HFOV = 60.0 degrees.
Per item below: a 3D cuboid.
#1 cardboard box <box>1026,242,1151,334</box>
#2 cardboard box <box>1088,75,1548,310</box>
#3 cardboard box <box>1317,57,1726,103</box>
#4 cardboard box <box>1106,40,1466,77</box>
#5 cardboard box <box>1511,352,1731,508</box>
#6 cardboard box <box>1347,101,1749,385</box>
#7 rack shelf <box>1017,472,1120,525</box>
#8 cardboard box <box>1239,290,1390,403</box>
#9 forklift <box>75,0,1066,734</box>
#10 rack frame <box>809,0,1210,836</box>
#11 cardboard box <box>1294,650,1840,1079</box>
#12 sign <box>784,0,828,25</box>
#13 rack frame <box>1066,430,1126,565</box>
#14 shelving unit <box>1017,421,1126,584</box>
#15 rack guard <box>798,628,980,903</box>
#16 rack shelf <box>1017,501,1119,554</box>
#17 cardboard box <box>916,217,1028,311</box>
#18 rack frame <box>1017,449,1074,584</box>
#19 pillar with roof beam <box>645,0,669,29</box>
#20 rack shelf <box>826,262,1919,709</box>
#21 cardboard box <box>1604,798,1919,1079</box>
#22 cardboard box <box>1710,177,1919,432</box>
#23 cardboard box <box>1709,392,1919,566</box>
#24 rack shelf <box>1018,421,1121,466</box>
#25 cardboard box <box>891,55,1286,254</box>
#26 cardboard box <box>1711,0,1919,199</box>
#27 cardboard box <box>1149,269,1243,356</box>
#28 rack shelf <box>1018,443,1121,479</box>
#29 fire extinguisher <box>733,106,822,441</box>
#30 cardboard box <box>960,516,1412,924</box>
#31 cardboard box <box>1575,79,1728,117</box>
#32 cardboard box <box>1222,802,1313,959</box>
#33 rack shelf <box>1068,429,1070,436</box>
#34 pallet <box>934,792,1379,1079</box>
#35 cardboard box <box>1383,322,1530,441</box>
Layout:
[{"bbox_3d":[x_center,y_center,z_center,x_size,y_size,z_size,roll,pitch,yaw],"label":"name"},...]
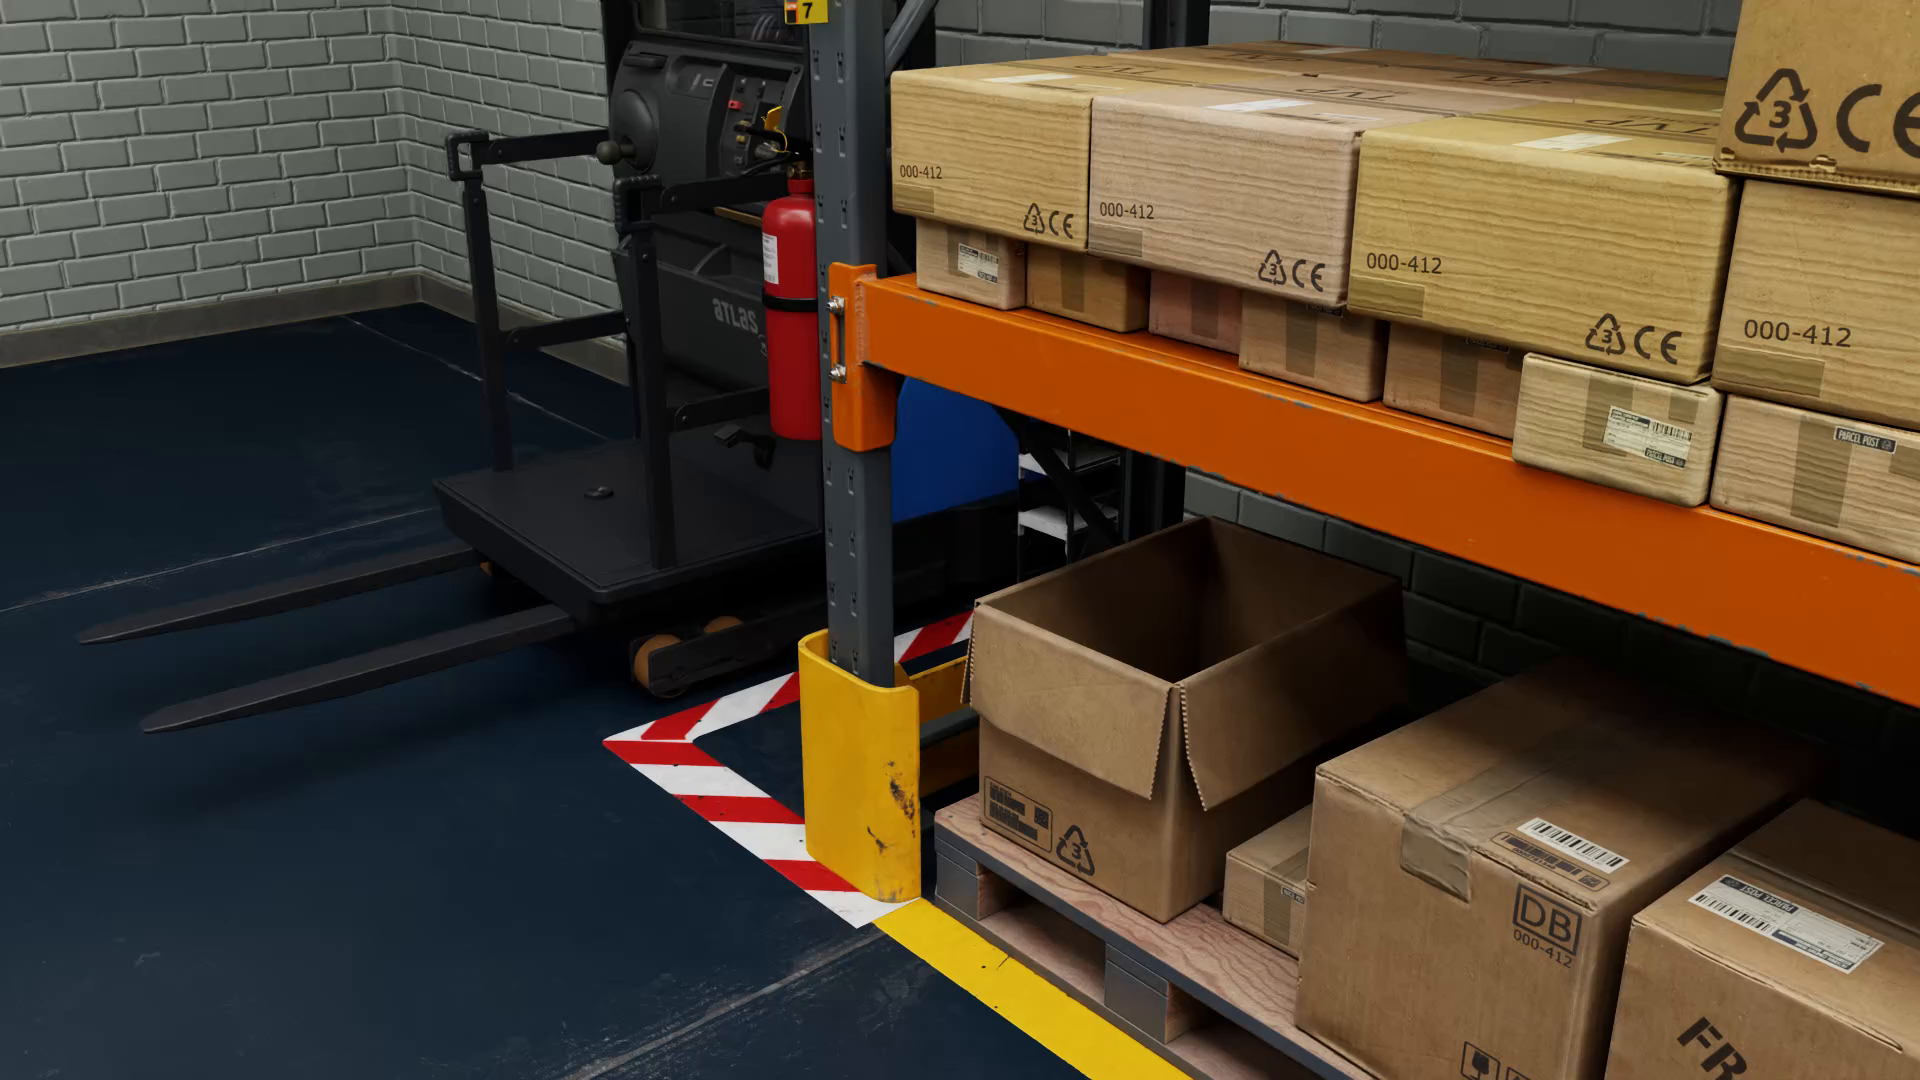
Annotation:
[{"bbox_3d":[0.341,-0.493,2.974,0.380,0.149,0.250,-17,27,-36],"label":"cardboard box"},{"bbox_3d":[0.554,-0.565,2.612,0.500,0.250,0.500,-17,27,-37],"label":"cardboard box"},{"bbox_3d":[0.970,-0.687,2.923,0.500,0.250,0.500,-17,27,-37],"label":"cardboard box"},{"bbox_3d":[0.634,-0.830,3.288,0.500,0.250,0.500,-16,27,-36],"label":"cardboard box"},{"bbox_3d":[0.943,-0.184,2.186,0.380,0.149,0.250,-18,28,-39],"label":"cardboard box"},{"bbox_3d":[0.887,-0.426,2.256,0.500,0.250,0.500,-18,28,-38],"label":"cardboard box"},{"bbox_3d":[0.332,-0.136,4.936,0.258,0.077,0.200,-19,28,-39],"label":"rack shelf"},{"bbox_3d":[0.657,-0.344,2.594,0.380,0.149,0.250,-16,27,-36],"label":"cardboard box"},{"bbox_3d":[-0.870,-1.162,4.431,3.031,2.935,1.130,-16,27,-36],"label":"forklift"},{"bbox_3d":[0.133,-0.825,3.478,1.000,3.000,0.127,-17,27,-37],"label":"rack frame"},{"bbox_3d":[0.989,0.580,2.741,0.700,0.500,0.500,-16,27,-35],"label":"cardboard box"},{"bbox_3d":[-0.278,-1.099,2.990,0.100,0.325,0.005,-17,27,-37],"label":"sign"},{"bbox_3d":[0.401,-0.224,4.821,0.240,0.900,0.006,-19,28,-39],"label":"rack frame"},{"bbox_3d":[0.332,-0.251,4.891,0.258,0.900,0.210,-19,28,-39],"label":"shelving unit"},{"bbox_3d":[0.182,0.360,3.880,1.175,0.500,0.348,-17,27,-37],"label":"rack guard"},{"bbox_3d":[0.332,-0.052,4.968,0.258,0.077,0.200,-19,28,-39],"label":"rack shelf"},{"bbox_3d":[0.139,-0.552,3.125,0.380,0.149,0.250,-18,27,-38],"label":"cardboard box"},{"bbox_3d":[0.263,-0.278,4.960,0.240,0.900,0.006,-19,28,-39],"label":"rack frame"},{"bbox_3d":[-4.206,-3.553,2.217,9.100,9.000,0.400,-17,27,-37],"label":"pillar with roof beam"},{"bbox_3d":[1.438,0.062,2.198,1.077,0.370,4.000,-17,27,-37],"label":"rack shelf"},{"bbox_3d":[1.258,0.750,2.308,0.500,0.500,0.500,-17,27,-36],"label":"cardboard box"},{"bbox_3d":[1.237,-0.290,1.908,0.500,0.250,0.500,-18,28,-39],"label":"cardboard box"},{"bbox_3d":[1.130,-0.116,2.013,0.380,0.149,0.250,-17,27,-36],"label":"cardboard box"},{"bbox_3d":[0.332,-0.304,4.870,0.258,0.077,0.200,-19,28,-39],"label":"rack shelf"},{"bbox_3d":[0.225,-0.704,2.967,0.500,0.250,0.500,-17,27,-37],"label":"cardboard box"},{"bbox_3d":[1.204,-0.639,1.772,0.500,0.500,0.500,-17,27,-36],"label":"cardboard box"},{"bbox_3d":[0.538,-0.428,2.809,0.380,0.149,0.250,-18,28,-38],"label":"cardboard box"},{"bbox_3d":[0.332,-0.220,4.903,0.258,0.077,0.200,-19,28,-39],"label":"rack shelf"},{"bbox_3d":[-0.313,-0.546,3.383,0.296,0.674,0.183,-17,27,-37],"label":"fire extinguisher"},{"bbox_3d":[0.460,0.333,3.367,0.797,0.503,0.637,-19,28,-39],"label":"cardboard box"},{"bbox_3d":[1.289,-0.549,2.571,0.500,0.250,0.500,-16,27,-36],"label":"cardboard box"},{"bbox_3d":[0.708,0.625,3.109,0.380,0.149,0.250,-19,28,-39],"label":"cardboard box"},{"bbox_3d":[0.332,-0.387,4.837,0.258,0.077,0.200,-19,28,-39],"label":"rack shelf"},{"bbox_3d":[0.703,0.714,3.371,1.003,0.211,1.213,-17,27,-37],"label":"pallet"},{"bbox_3d":[0.835,-0.272,2.410,0.380,0.149,0.250,-17,27,-37],"label":"cardboard box"}]
